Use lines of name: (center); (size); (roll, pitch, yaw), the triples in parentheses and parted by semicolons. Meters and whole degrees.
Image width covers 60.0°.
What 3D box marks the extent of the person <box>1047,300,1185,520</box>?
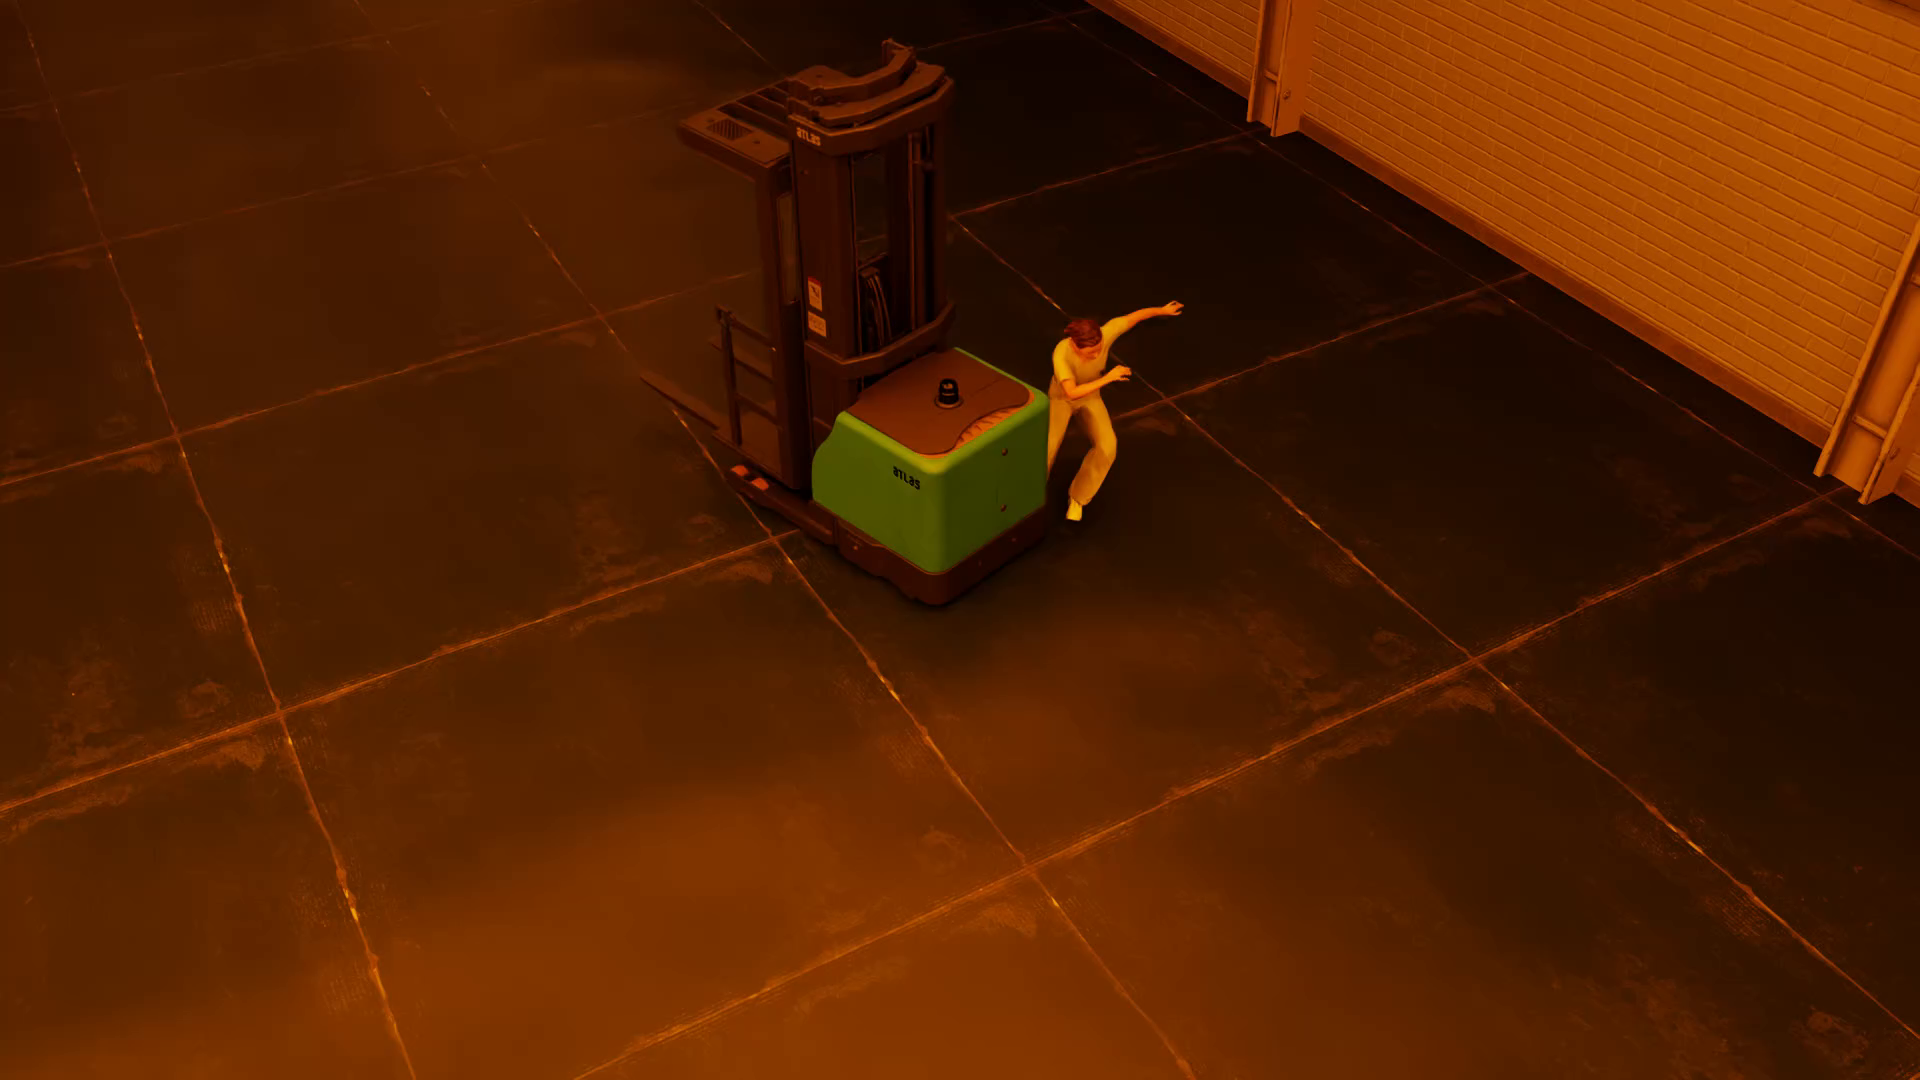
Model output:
person: (0.885, -0.821, 10.294); (1.288, 1.360, 0.675); (-13, 41, -15)

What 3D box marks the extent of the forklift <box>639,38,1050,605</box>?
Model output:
forklift: (-0.871, -1.571, 9.931); (3.031, 2.935, 1.130); (31, 49, 32)
